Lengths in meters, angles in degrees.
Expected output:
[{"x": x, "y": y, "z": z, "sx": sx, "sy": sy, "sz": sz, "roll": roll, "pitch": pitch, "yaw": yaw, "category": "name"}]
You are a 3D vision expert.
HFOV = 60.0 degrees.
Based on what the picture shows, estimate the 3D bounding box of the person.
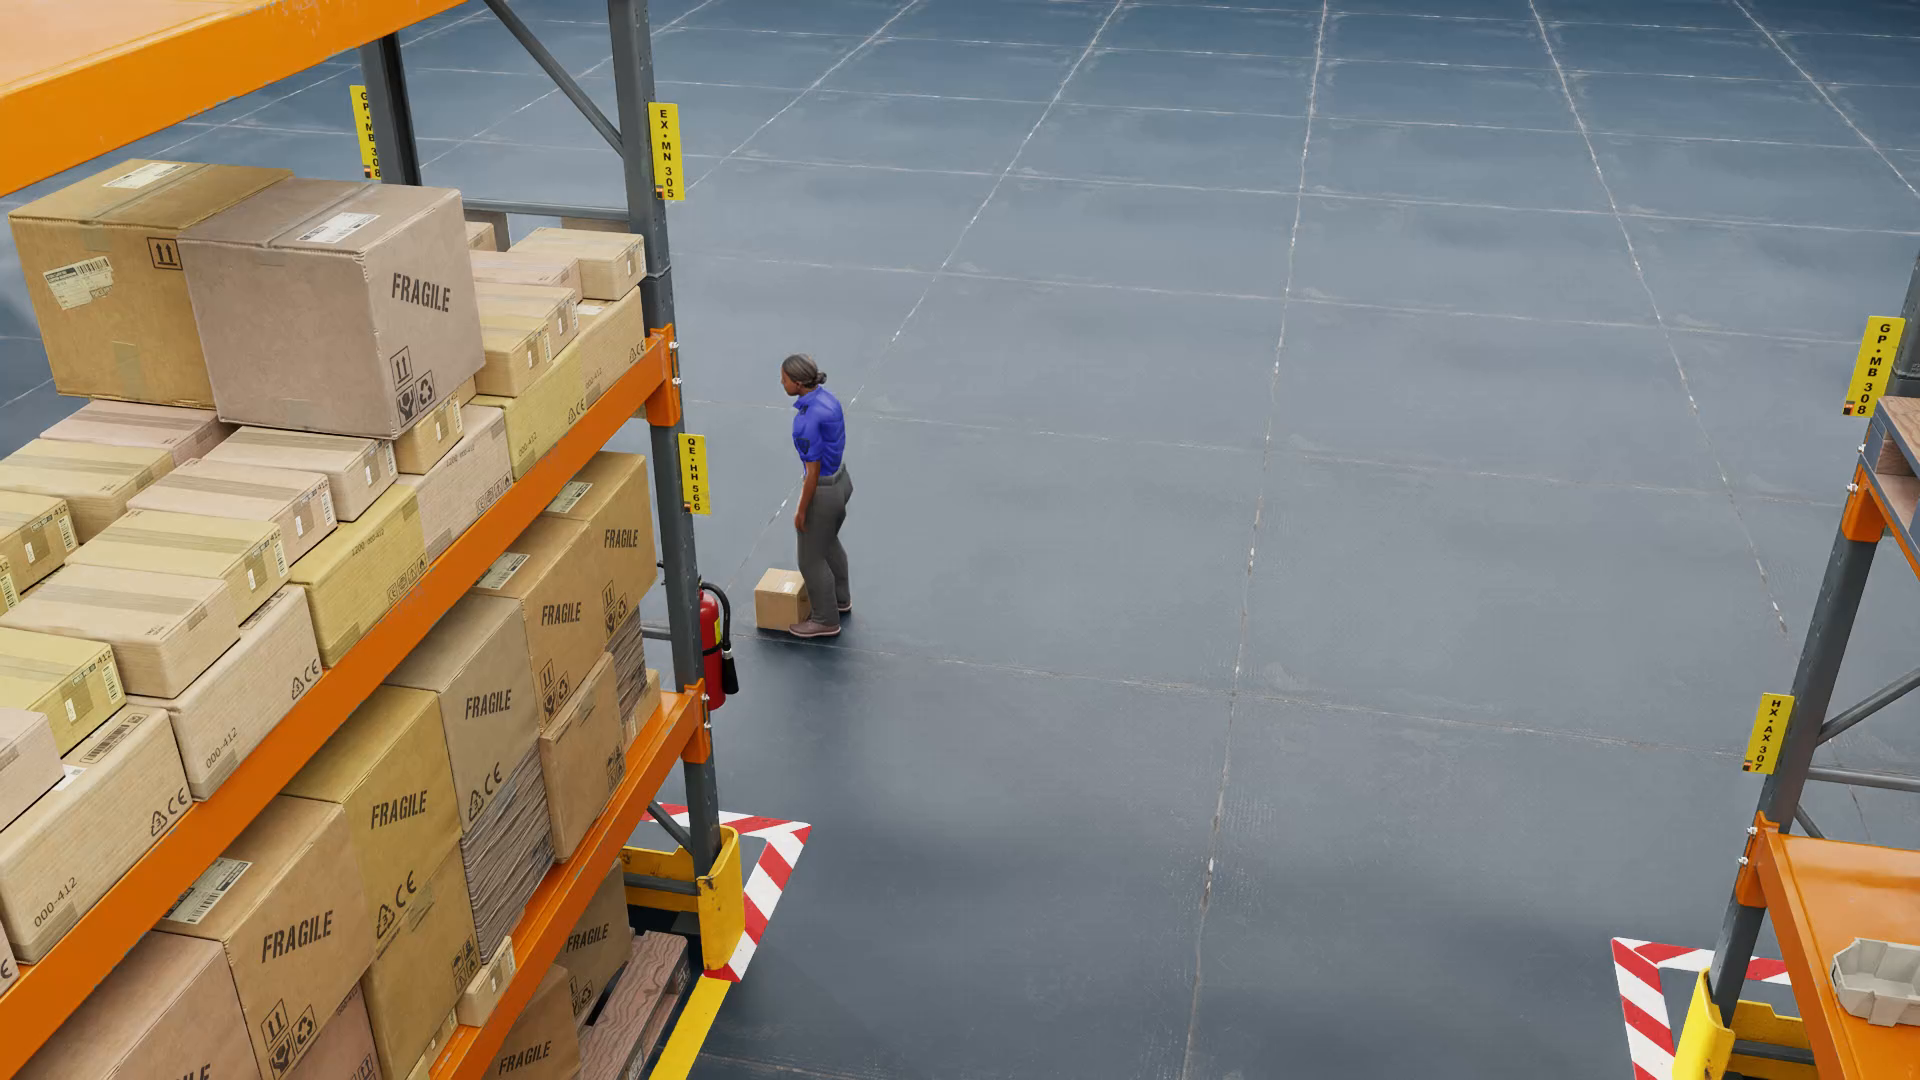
[{"x": -0.773, "y": -0.256, "z": 9.079, "sx": 0.346, "sy": 1.655, "sz": 0.506, "roll": 6, "pitch": 30, "yaw": 11, "category": "person"}]
